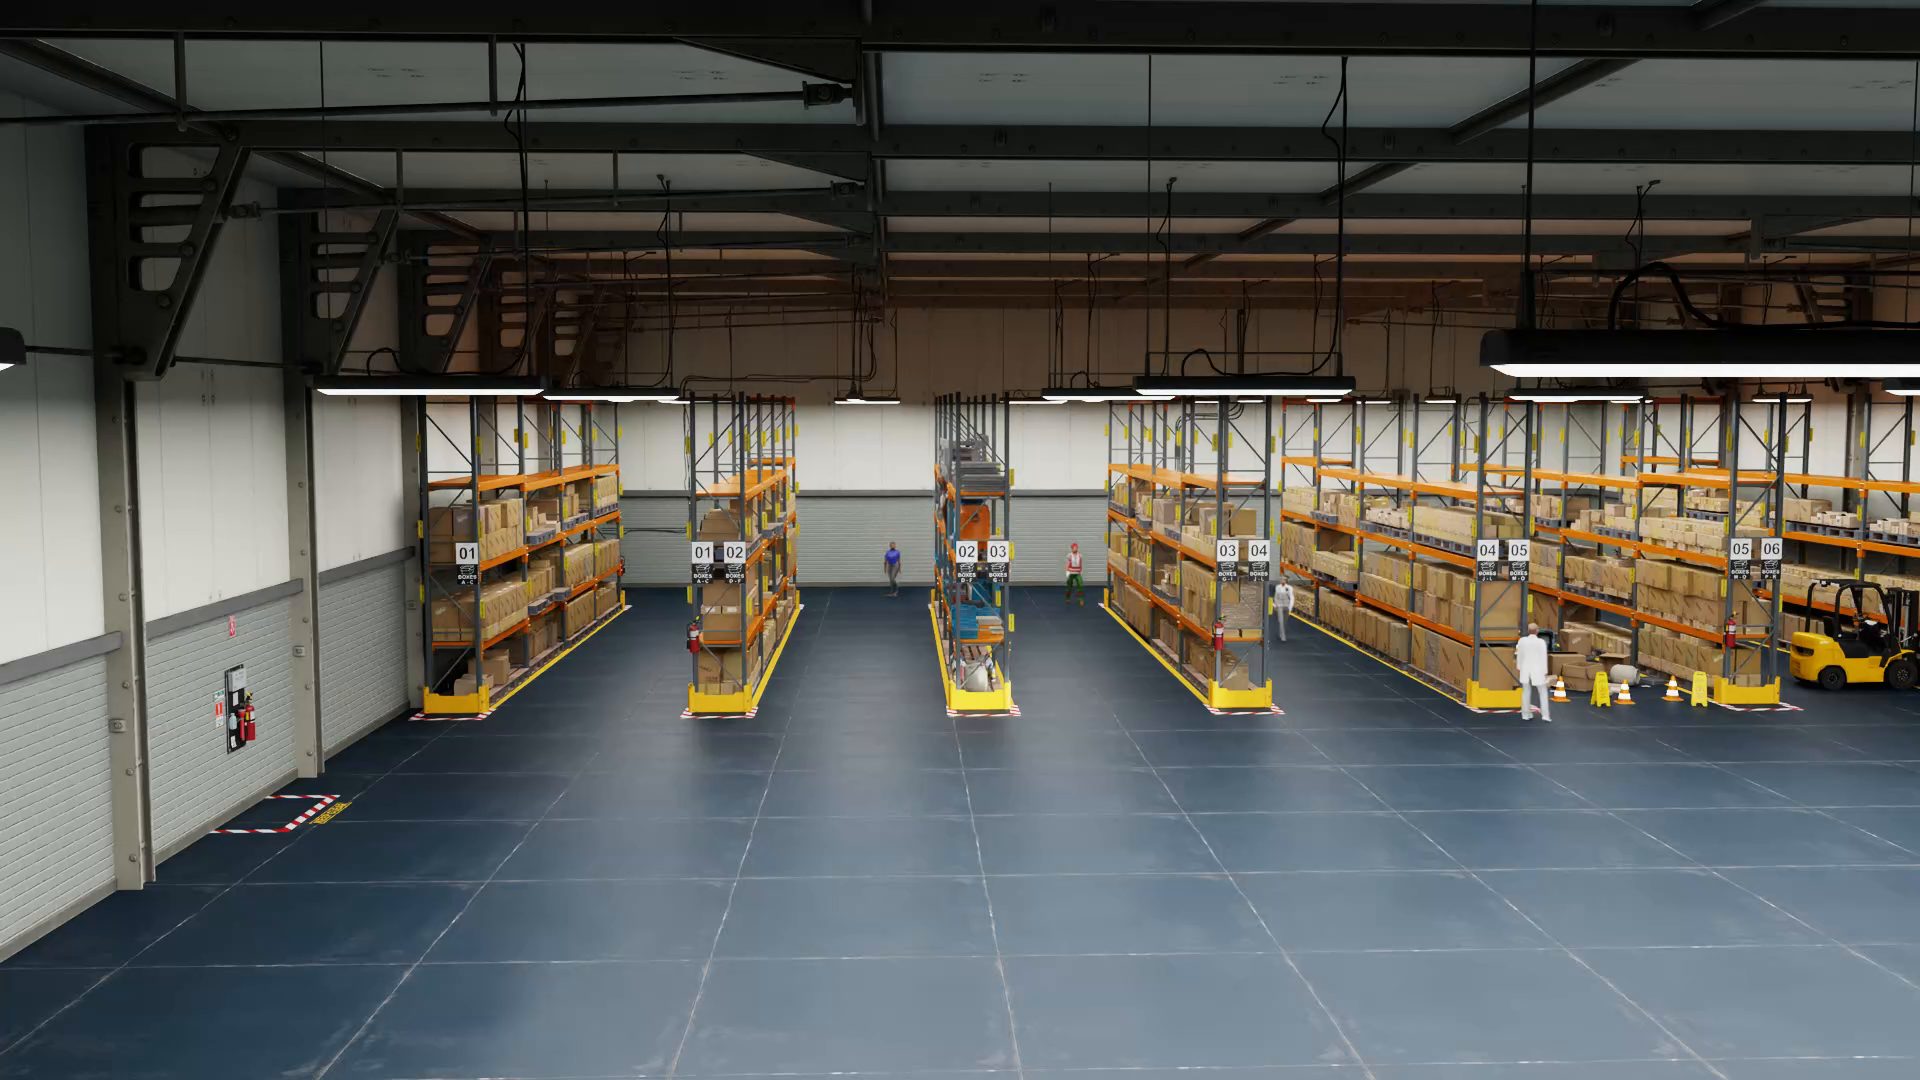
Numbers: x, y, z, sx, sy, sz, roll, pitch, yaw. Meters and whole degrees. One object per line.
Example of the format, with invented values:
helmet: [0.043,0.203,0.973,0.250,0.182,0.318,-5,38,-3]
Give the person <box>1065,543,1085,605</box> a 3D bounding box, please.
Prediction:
person: [3.319,0.977,48.108,0.600,1.758,0.888,-2,5,-24]

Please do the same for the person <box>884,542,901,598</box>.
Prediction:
person: [-2.052,0.901,50.034,0.423,1.706,0.454,4,6,40]

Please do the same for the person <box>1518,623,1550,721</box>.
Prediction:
person: [10.506,2.521,30.426,0.612,1.630,0.447,4,6,40]

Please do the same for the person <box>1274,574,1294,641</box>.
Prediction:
person: [7.936,1.635,40.689,0.427,1.637,0.996,0,5,-6]
